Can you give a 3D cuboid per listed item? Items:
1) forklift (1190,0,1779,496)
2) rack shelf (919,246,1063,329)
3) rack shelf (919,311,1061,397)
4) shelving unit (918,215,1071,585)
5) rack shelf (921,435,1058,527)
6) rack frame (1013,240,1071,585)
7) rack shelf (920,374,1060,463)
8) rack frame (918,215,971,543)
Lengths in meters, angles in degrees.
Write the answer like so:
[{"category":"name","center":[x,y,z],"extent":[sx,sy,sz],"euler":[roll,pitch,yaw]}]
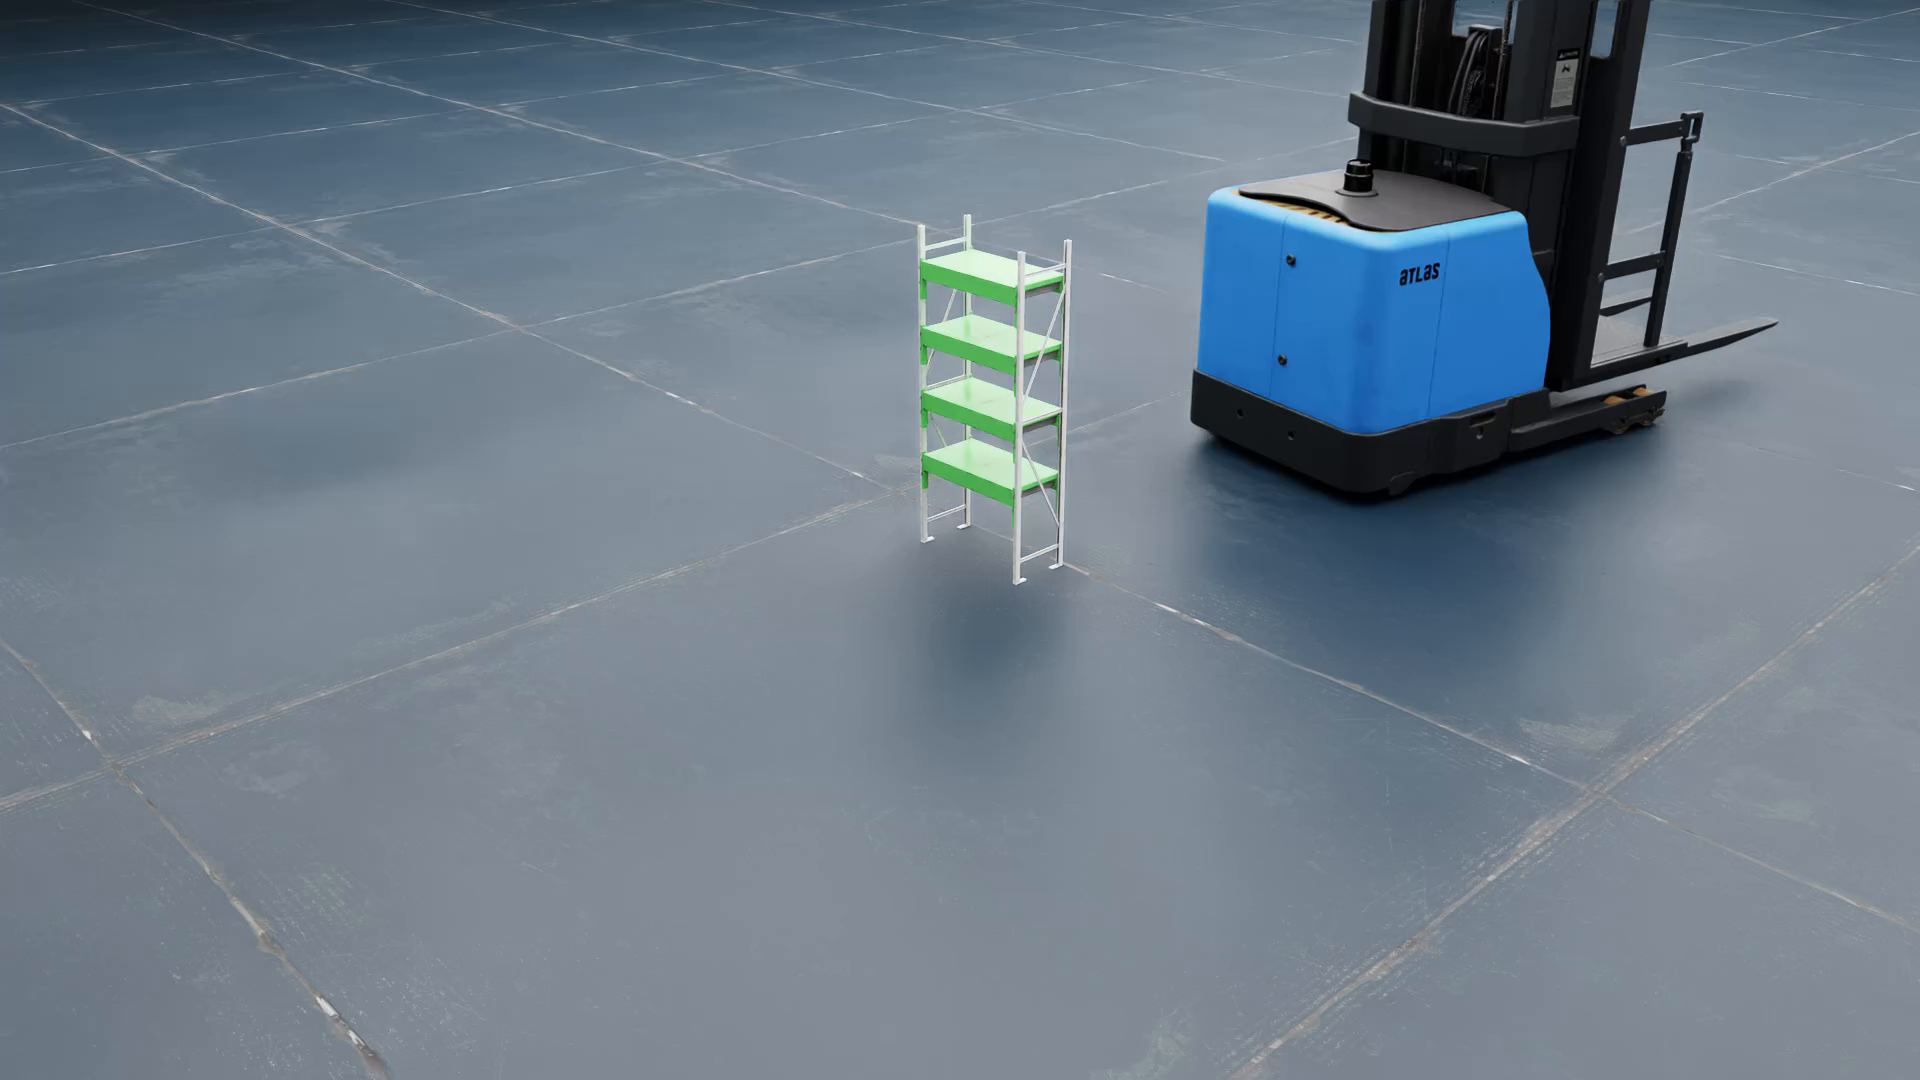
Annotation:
[{"category":"forklift","center":[2.511,-1.960,7.016],"extent":[3.031,2.935,1.130],"euler":[-15,29,-30]},{"category":"rack shelf","center":[0.113,-0.874,5.718],"extent":[0.258,0.148,0.480],"euler":[-21,32,-38]},{"category":"rack shelf","center":[0.113,-0.656,5.818],"extent":[0.258,0.148,0.480],"euler":[-21,32,-38]},{"category":"shelving unit","center":[0.113,-0.496,5.891],"extent":[0.258,1.200,0.503],"euler":[-21,32,-38]},{"category":"rack shelf","center":[0.113,-0.219,6.017],"extent":[0.258,0.148,0.480],"euler":[-21,32,-38]},{"category":"rack frame","center":[0.280,-0.422,5.729],"extent":[0.240,1.200,0.015],"euler":[-21,32,-38]},{"category":"rack shelf","center":[0.113,-0.438,5.918],"extent":[0.258,0.148,0.480],"euler":[-21,32,-38]},{"category":"rack frame","center":[-0.054,-0.570,6.053],"extent":[0.240,1.200,0.015],"euler":[-21,32,-38]}]
